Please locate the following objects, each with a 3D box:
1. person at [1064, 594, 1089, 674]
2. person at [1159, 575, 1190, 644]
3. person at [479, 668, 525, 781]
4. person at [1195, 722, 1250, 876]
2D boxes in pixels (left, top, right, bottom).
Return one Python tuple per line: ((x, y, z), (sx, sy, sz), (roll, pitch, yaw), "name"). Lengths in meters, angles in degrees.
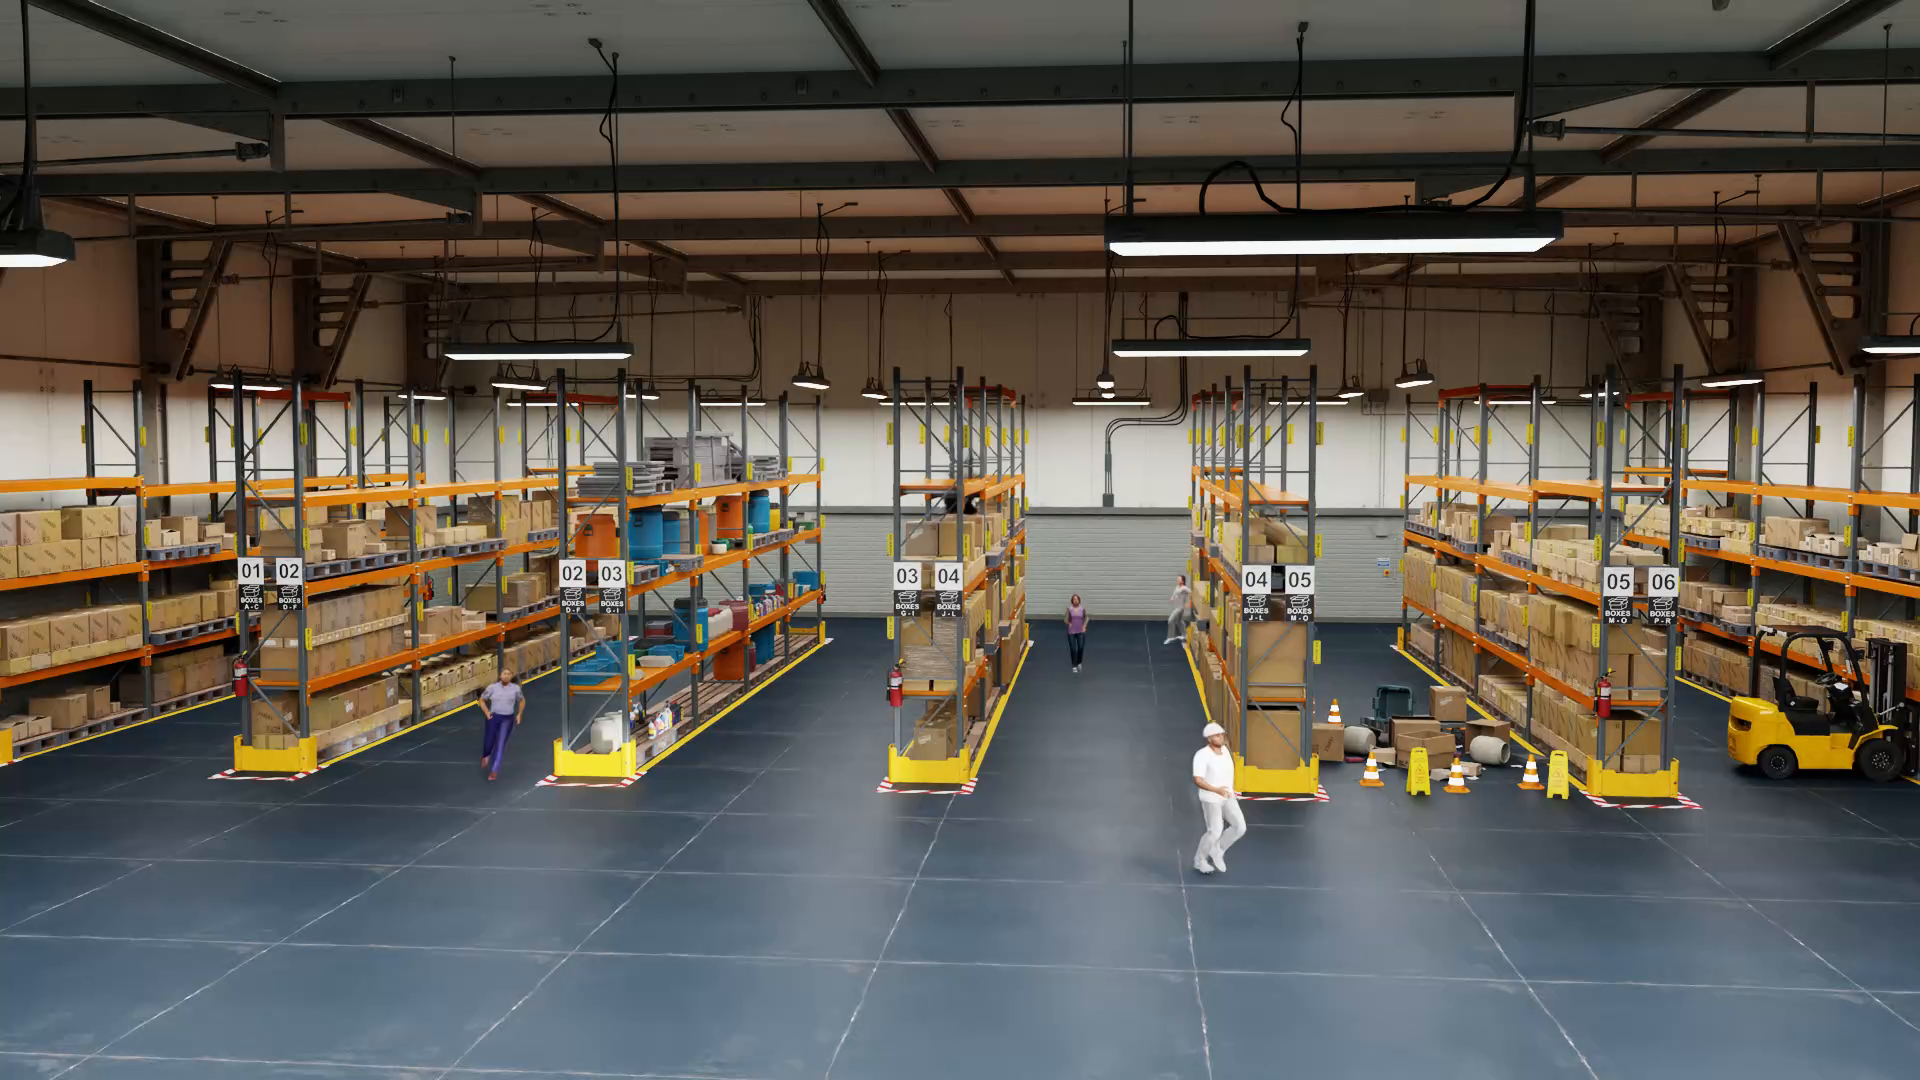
((2.320, 1.878, 33.095), (0.508, 1.613, 0.619), (0, 4, 2), "person")
((5.270, 1.673, 40.285), (0.844, 1.684, 0.648), (-1, 4, -20), "person")
((-6.742, 2.689, 24.510), (0.662, 1.589, 0.740), (-1, 4, -18), "person")
((2.979, 2.953, 18.962), (0.699, 1.760, 0.665), (-3, 5, -41), "person")
